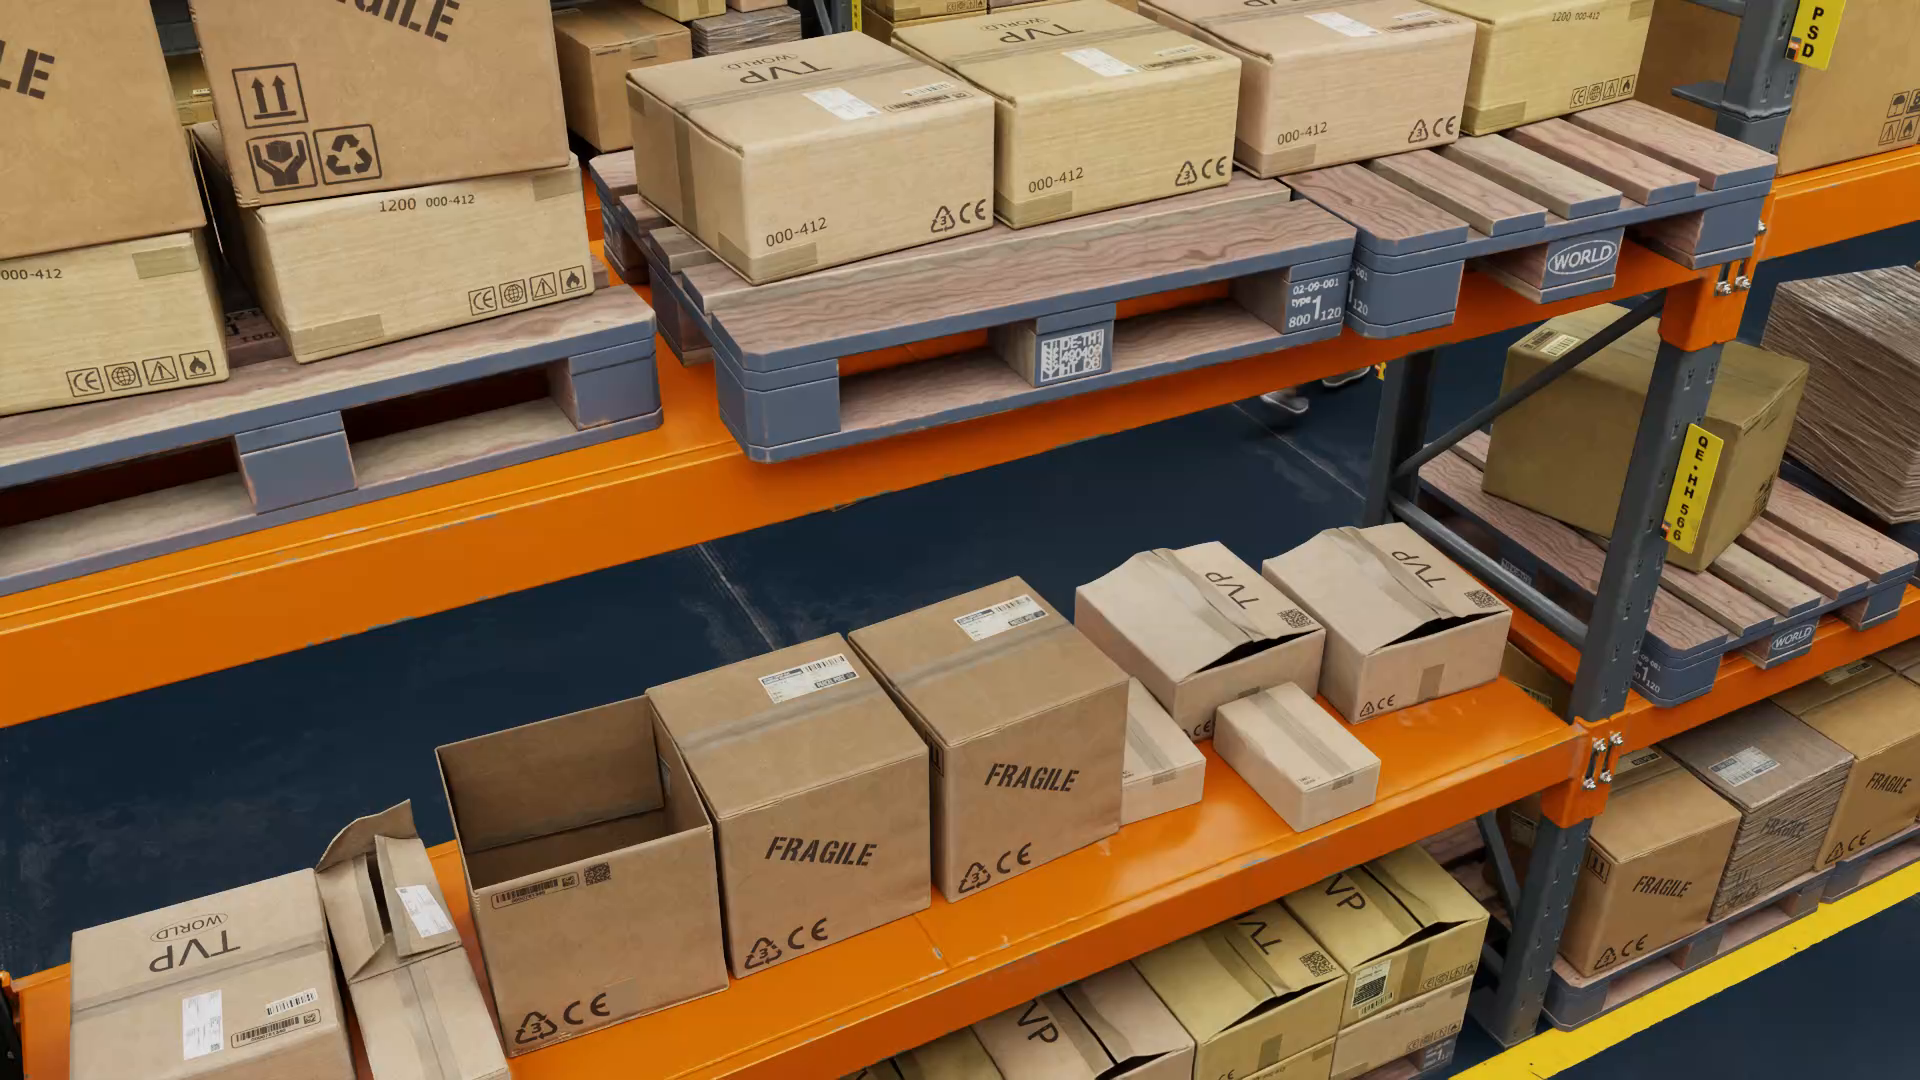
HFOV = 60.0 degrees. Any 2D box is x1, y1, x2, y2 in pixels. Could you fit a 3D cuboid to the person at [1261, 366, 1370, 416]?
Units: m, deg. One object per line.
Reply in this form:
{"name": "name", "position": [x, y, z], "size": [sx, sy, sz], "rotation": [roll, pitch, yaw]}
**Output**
{"name": "person", "position": [1.894, -1.447, 8.391], "size": [0.959, 1.681, 0.536], "rotation": [-20, 38, -28]}
